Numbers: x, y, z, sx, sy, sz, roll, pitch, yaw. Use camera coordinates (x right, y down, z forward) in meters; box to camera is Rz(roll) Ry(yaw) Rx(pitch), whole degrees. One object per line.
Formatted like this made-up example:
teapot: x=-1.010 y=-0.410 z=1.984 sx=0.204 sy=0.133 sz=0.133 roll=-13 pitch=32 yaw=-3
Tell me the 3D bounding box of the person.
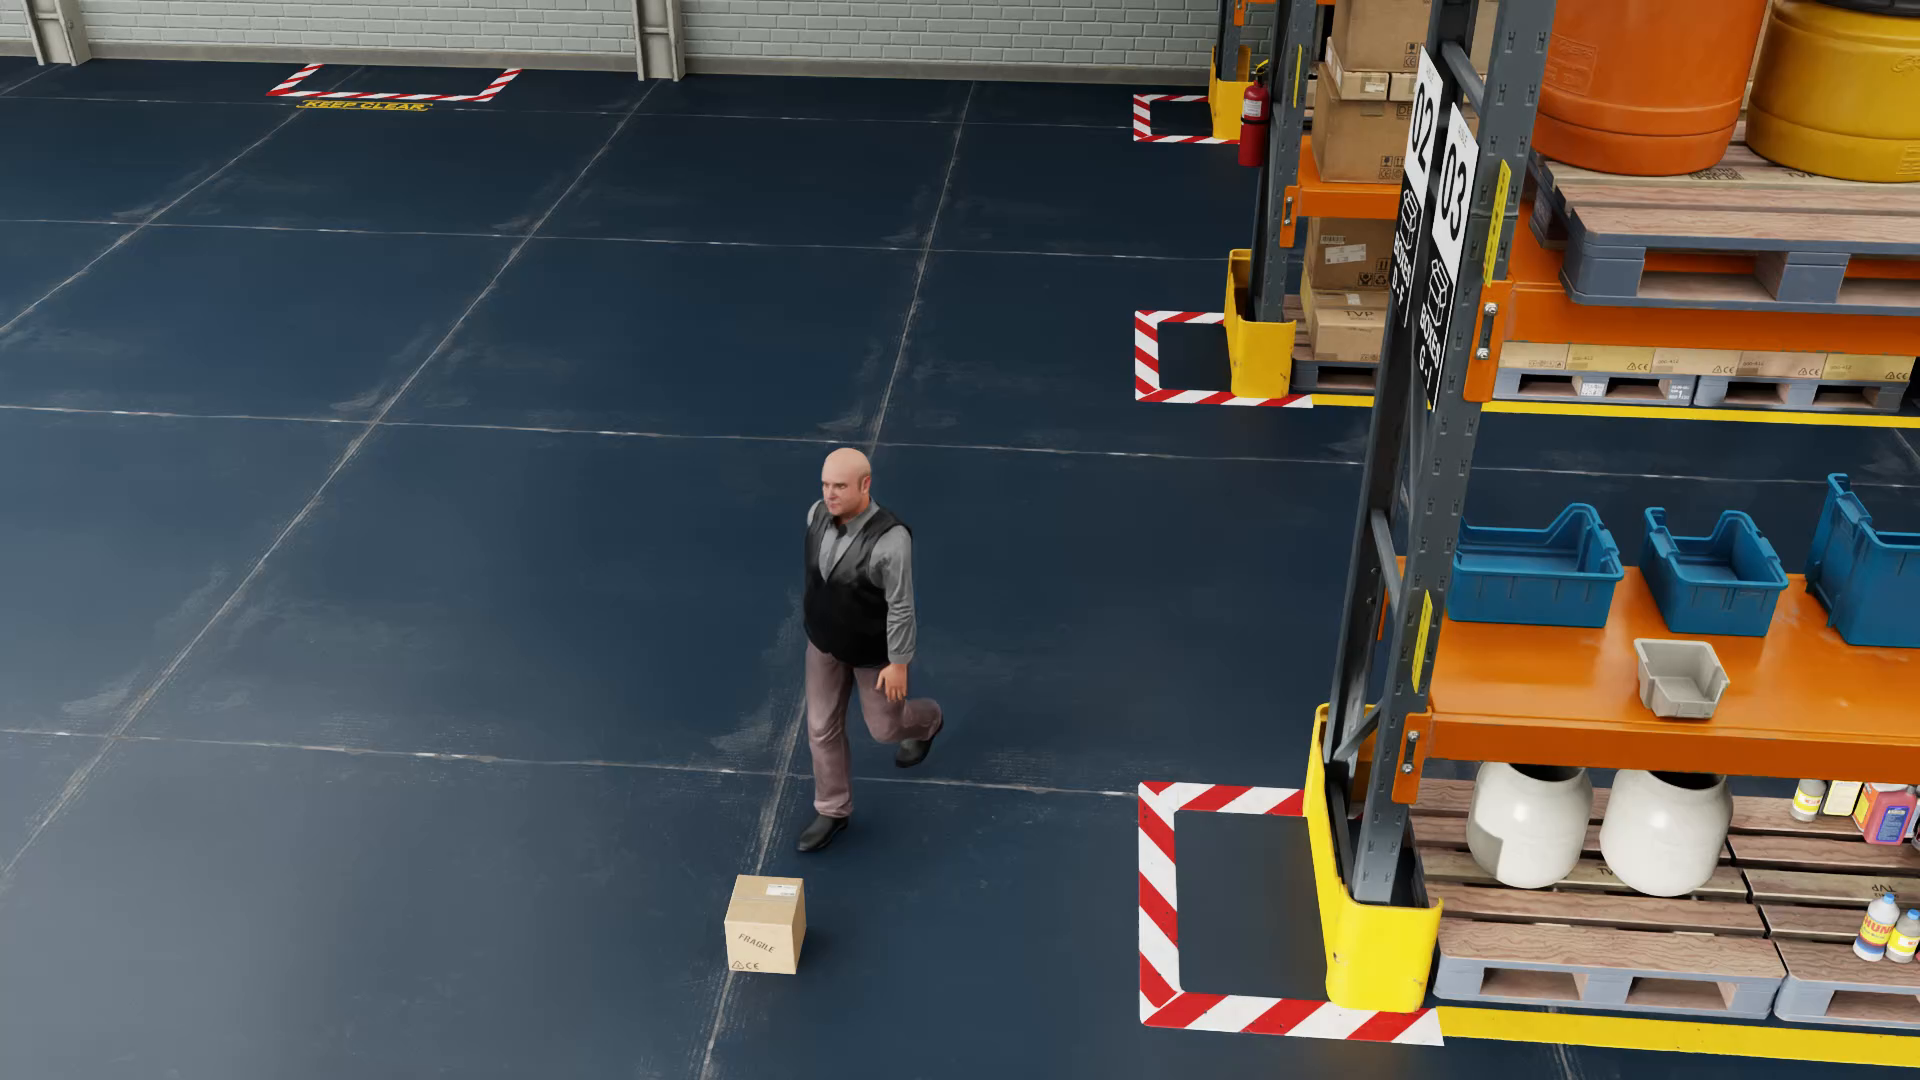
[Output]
person: x=-0.365 y=0.388 z=6.544 sx=0.554 sy=1.694 sz=0.873 roll=19 pitch=37 yaw=28
